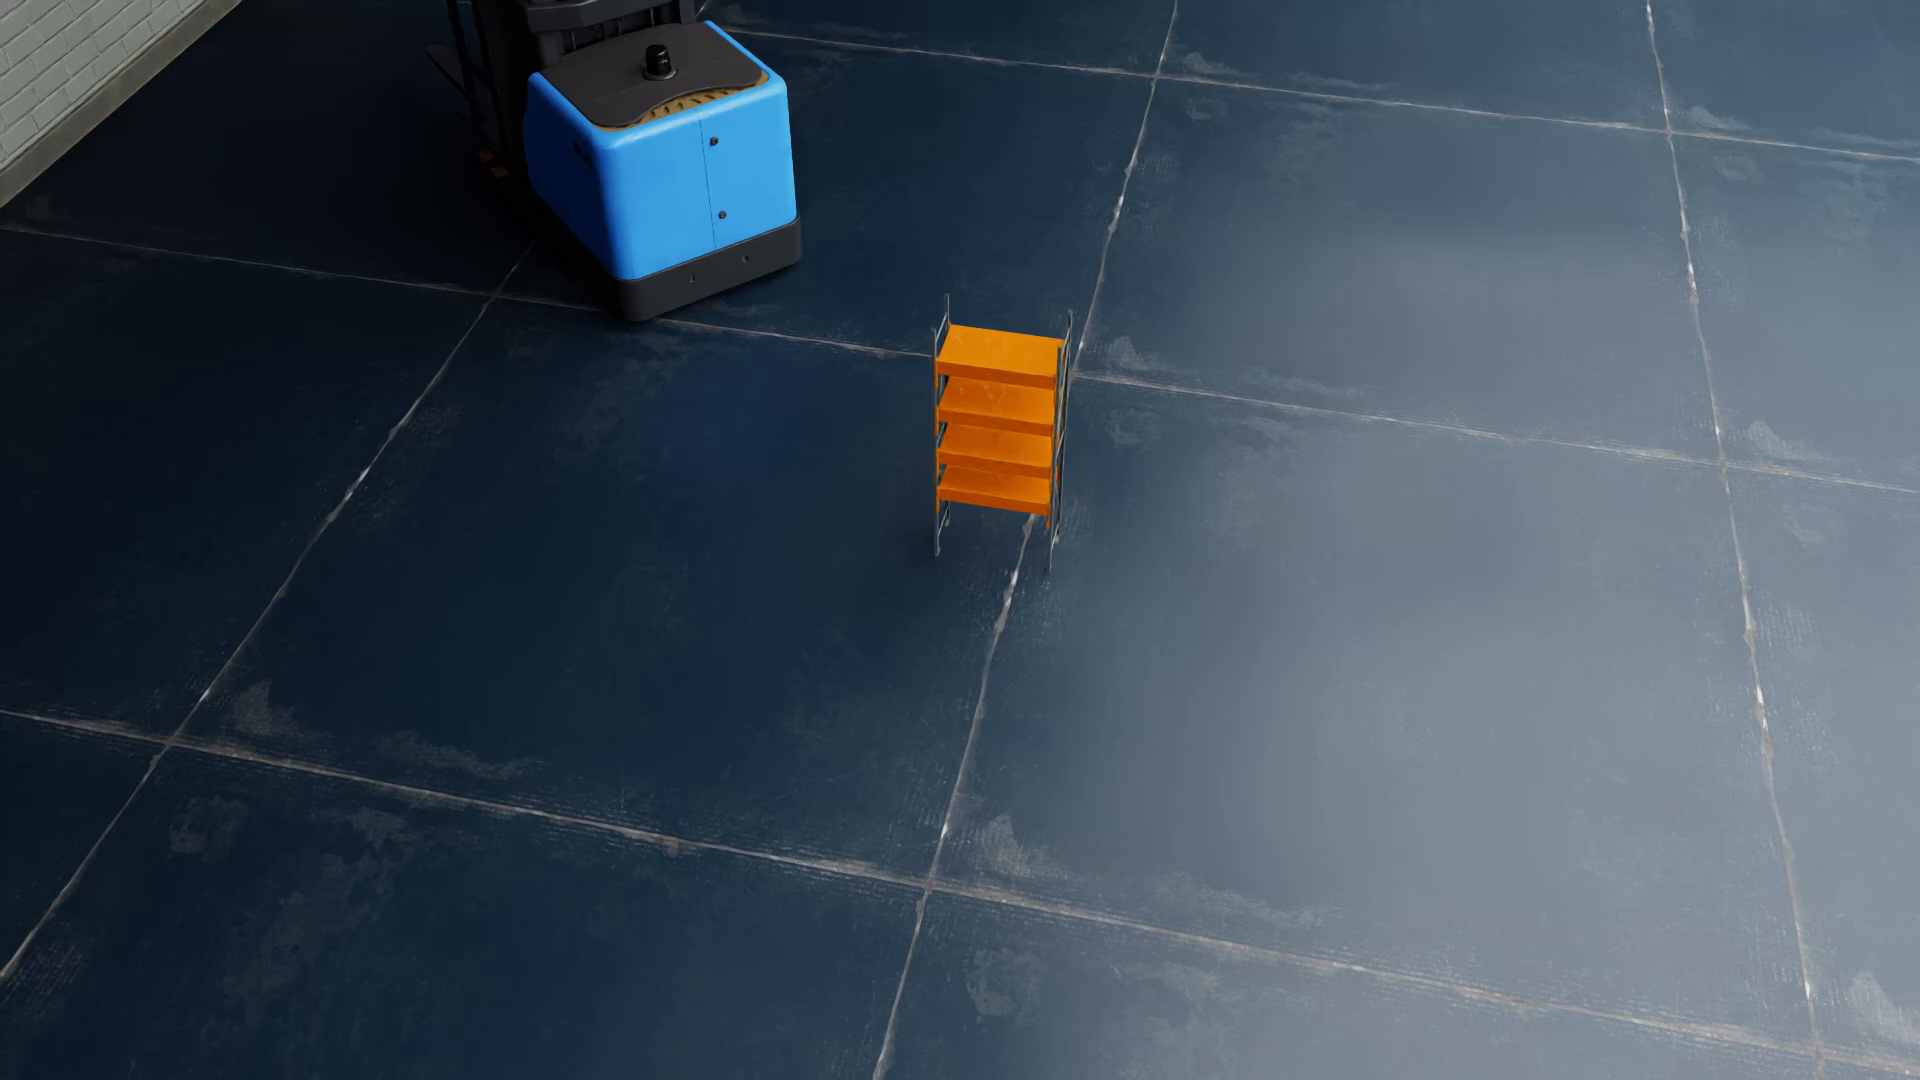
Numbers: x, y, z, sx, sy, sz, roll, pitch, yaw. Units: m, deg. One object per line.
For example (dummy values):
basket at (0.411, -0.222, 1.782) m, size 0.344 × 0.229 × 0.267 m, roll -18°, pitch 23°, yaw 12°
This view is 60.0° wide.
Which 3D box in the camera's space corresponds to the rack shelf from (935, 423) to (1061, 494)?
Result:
rack shelf at (0.162, -0.359, 6.815) m, size 0.480 × 0.148 × 0.258 m, roll 9°, pitch 45°, yaw 9°

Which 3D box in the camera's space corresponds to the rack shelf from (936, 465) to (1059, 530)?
rack shelf at (0.162, -0.216, 6.952) m, size 0.480 × 0.148 × 0.258 m, roll 9°, pitch 45°, yaw 9°

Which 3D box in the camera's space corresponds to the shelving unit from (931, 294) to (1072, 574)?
shelving unit at (0.162, -0.407, 6.768) m, size 0.503 × 1.200 × 0.258 m, roll 9°, pitch 45°, yaw 9°

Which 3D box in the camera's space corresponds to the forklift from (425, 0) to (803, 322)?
forklift at (-2.069, -3.125, 8.343) m, size 1.130 × 2.935 × 3.031 m, roll -26°, pitch 50°, yaw -24°

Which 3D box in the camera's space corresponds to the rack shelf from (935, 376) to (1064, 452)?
rack shelf at (0.162, -0.520, 6.659) m, size 0.480 × 0.148 × 0.258 m, roll 9°, pitch 45°, yaw 9°

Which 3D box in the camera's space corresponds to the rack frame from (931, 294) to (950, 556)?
rack frame at (-0.077, -0.444, 6.806) m, size 0.015 × 1.200 × 0.240 m, roll 9°, pitch 45°, yaw 9°

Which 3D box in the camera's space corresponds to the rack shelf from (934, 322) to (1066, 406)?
rack shelf at (0.162, -0.690, 6.495) m, size 0.480 × 0.148 × 0.258 m, roll 9°, pitch 45°, yaw 9°

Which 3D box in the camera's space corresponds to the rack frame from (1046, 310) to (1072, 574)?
rack frame at (0.400, -0.370, 6.730) m, size 0.015 × 1.200 × 0.240 m, roll 9°, pitch 45°, yaw 9°
